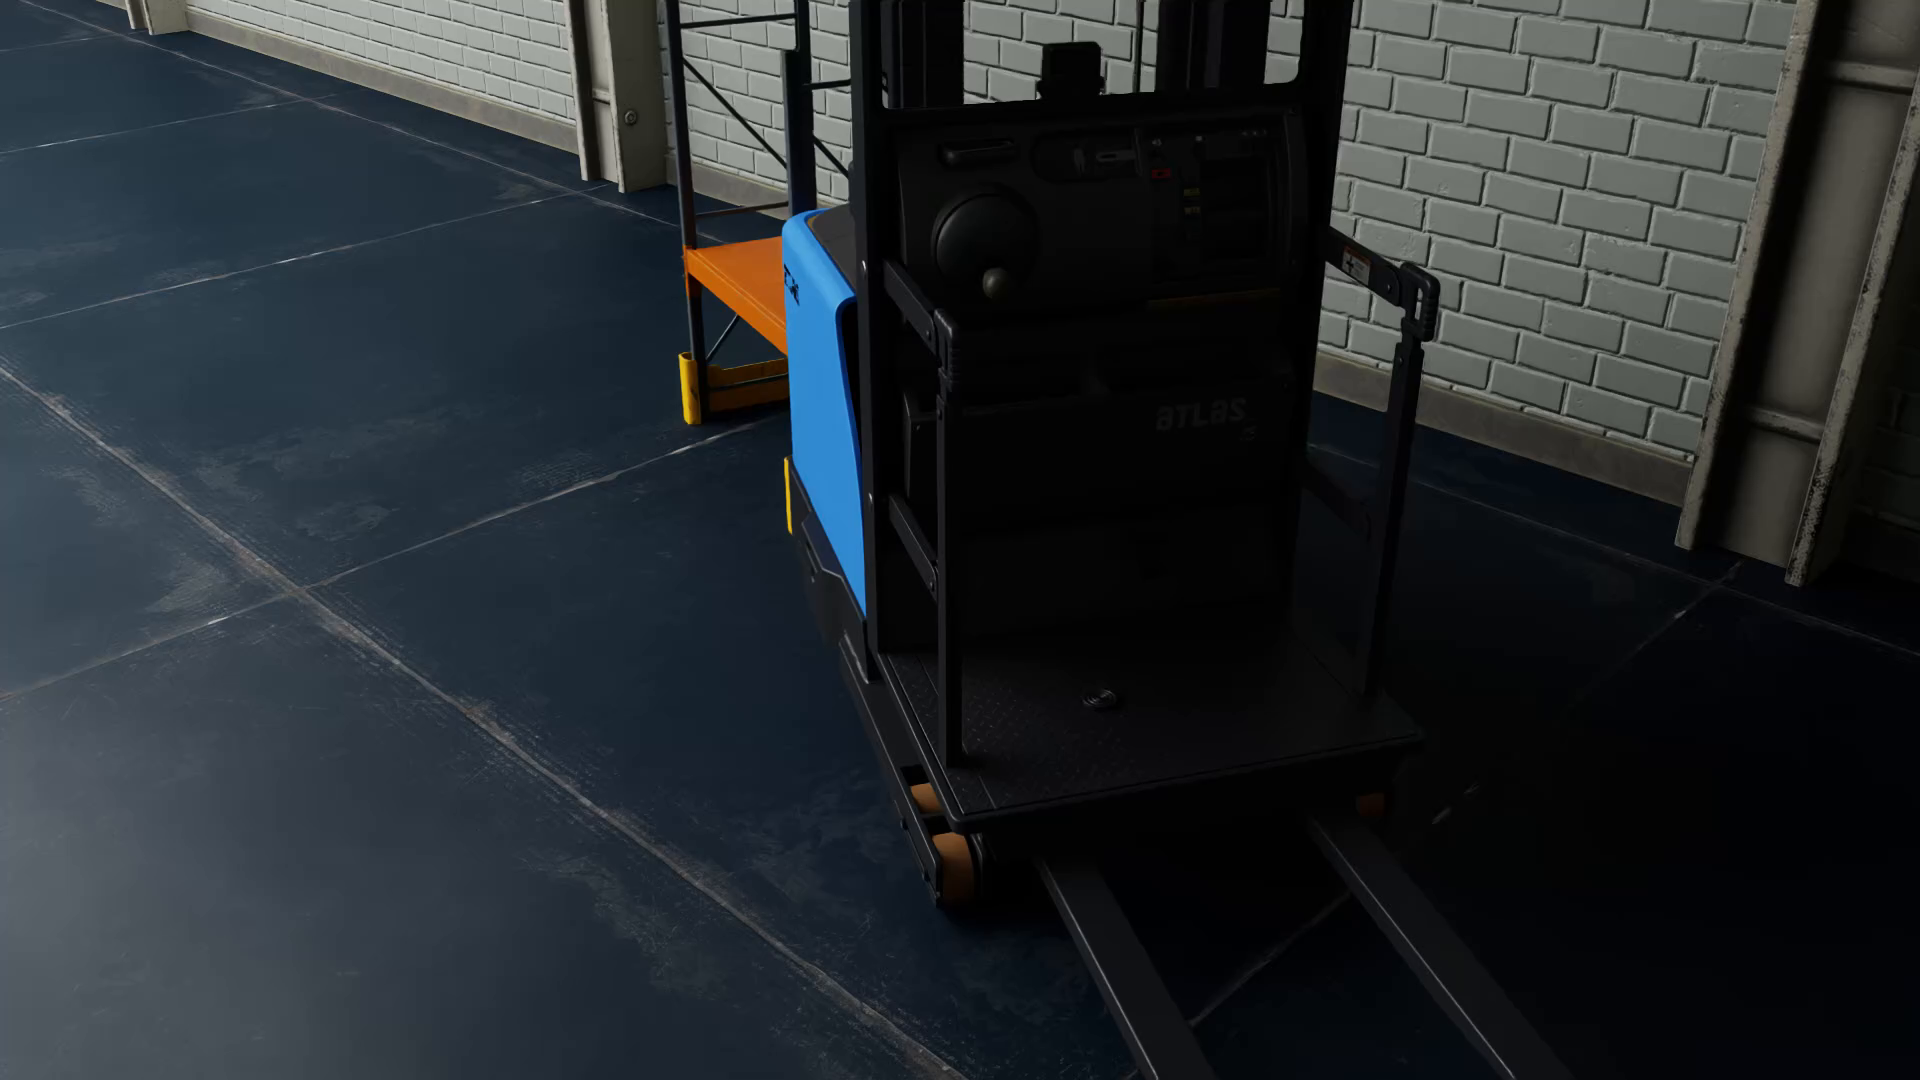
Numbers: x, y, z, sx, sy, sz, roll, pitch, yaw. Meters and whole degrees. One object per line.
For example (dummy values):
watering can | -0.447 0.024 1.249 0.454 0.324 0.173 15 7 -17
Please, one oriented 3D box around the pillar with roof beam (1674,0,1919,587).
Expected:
pillar with roof beam | -0.528 -2.526 0.385 0.400 9.000 9.100 25 36 38

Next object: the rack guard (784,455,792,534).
rack guard | -0.277 -0.194 5.351 0.587 0.250 0.087 -14 31 -24

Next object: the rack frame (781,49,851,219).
rack frame | -0.268 -0.739 5.045 0.500 1.500 0.032 -14 31 -24

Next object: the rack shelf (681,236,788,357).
rack shelf | -0.503 -0.790 5.527 0.538 0.185 1.000 -14 31 -24

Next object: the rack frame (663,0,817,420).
rack frame | -0.738 -1.159 5.842 0.500 1.500 0.032 -14 31 -24

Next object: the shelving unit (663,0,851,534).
shelving unit | -0.507 -0.953 5.451 0.587 1.500 1.083 -14 31 -24

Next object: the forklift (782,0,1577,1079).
forklift | 0.379 -0.688 3.408 1.130 2.935 3.031 -8 29 -14

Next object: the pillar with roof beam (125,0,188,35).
pillar with roof beam | -9.085 -6.441 7.831 0.400 9.000 9.100 25 36 38

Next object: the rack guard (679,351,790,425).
rack guard | -0.738 -0.605 6.132 0.587 0.250 0.087 -14 31 -24

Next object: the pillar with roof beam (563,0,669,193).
pillar with roof beam | -4.806 -4.484 4.108 0.400 9.000 9.100 25 36 38
